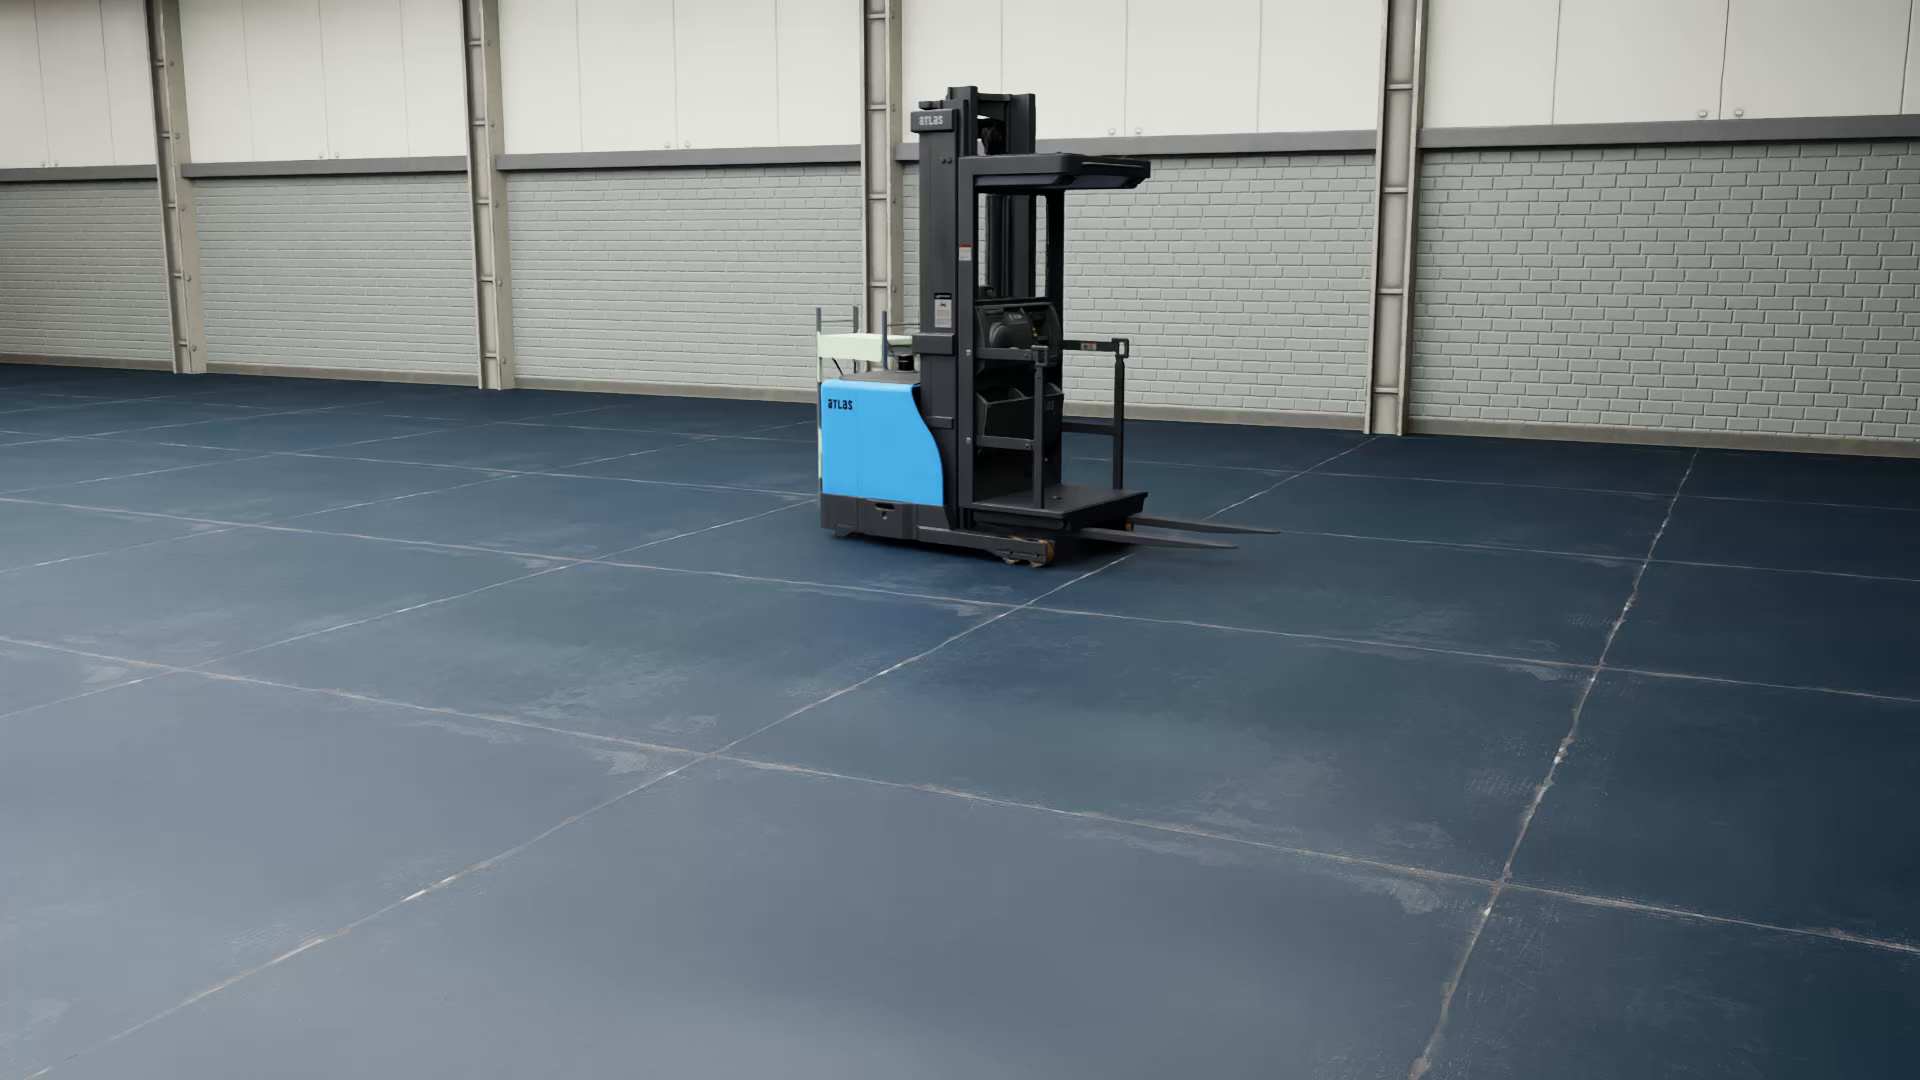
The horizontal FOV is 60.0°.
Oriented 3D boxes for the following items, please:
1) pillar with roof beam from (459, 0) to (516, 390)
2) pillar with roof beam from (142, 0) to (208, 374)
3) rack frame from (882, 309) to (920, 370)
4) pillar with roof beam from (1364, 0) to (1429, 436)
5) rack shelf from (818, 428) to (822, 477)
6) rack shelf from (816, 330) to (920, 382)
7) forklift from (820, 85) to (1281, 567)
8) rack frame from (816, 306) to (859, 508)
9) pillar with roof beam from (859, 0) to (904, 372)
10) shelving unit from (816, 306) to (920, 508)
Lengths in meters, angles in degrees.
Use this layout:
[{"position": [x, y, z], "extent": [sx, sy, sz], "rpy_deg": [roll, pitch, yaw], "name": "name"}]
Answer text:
[{"position": [-8.203, -5.807, 18.046], "extent": [0.400, 9.000, 9.100], "rpy_deg": [5, 11, 26], "name": "pillar with roof beam"}, {"position": [-13.584, -6.279, 20.659], "extent": [0.400, 9.000, 9.100], "rpy_deg": [5, 11, 26], "name": "pillar with roof beam"}, {"position": [-0.405, -0.907, 12.032], "extent": [0.400, 1.500, 0.023], "rpy_deg": [-10, 14, -43], "name": "rack frame"}, {"position": [2.558, -4.861, 12.821], "extent": [0.400, 9.000, 9.100], "rpy_deg": [5, 11, 26], "name": "pillar with roof beam"}, {"position": [-0.661, -0.633, 12.347], "extent": [0.431, 0.370, 0.720], "rpy_deg": [-10, 14, -43], "name": "rack shelf"}, {"position": [-0.661, -1.338, 12.220], "extent": [0.431, 0.370, 0.720], "rpy_deg": [-10, 14, -43], "name": "rack shelf"}, {"position": [0.551, -1.382, 10.635], "extent": [3.031, 2.935, 1.130], "rpy_deg": [7, 12, 34], "name": "forklift"}, {"position": [-0.916, -1.000, 12.547], "extent": [0.400, 1.500, 0.023], "rpy_deg": [-10, 14, -43], "name": "rack frame"}, {"position": [-2.823, -5.334, 15.434], "extent": [0.400, 9.000, 9.100], "rpy_deg": [5, 11, 26], "name": "pillar with roof beam"}, {"position": [-0.661, -0.954, 12.289], "extent": [0.431, 1.500, 0.755], "rpy_deg": [-10, 14, -43], "name": "shelving unit"}]
